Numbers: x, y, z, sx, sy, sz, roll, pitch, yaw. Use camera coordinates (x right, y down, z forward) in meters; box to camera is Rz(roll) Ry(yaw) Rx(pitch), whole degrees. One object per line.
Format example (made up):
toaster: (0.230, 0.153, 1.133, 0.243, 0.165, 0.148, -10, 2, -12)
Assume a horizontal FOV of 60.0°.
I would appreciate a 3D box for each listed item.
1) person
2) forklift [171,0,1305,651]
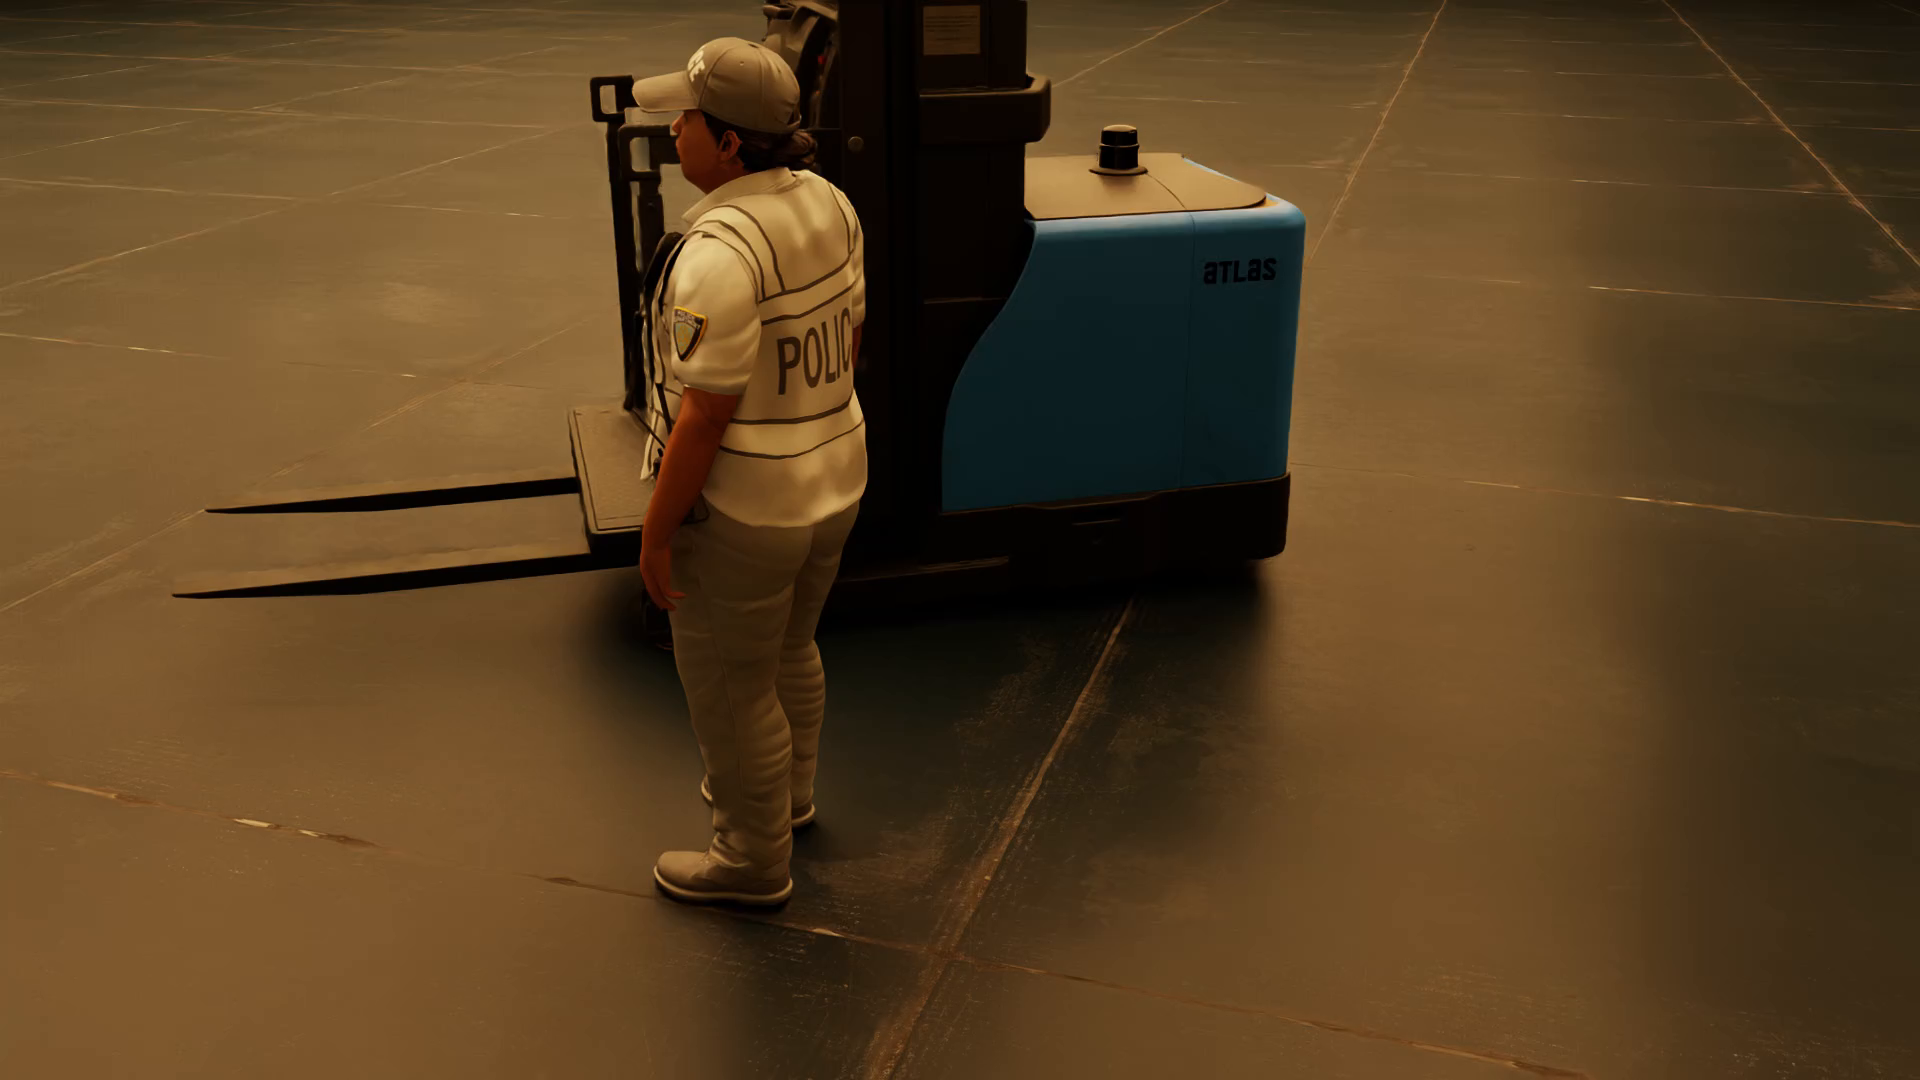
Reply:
person: (-0.441, -0.086, 3.133, 0.513, 1.672, 0.597, 10, 24, 22)
forklift: (-0.621, -1.285, 4.392, 3.031, 2.935, 1.130, -6, 23, -14)
